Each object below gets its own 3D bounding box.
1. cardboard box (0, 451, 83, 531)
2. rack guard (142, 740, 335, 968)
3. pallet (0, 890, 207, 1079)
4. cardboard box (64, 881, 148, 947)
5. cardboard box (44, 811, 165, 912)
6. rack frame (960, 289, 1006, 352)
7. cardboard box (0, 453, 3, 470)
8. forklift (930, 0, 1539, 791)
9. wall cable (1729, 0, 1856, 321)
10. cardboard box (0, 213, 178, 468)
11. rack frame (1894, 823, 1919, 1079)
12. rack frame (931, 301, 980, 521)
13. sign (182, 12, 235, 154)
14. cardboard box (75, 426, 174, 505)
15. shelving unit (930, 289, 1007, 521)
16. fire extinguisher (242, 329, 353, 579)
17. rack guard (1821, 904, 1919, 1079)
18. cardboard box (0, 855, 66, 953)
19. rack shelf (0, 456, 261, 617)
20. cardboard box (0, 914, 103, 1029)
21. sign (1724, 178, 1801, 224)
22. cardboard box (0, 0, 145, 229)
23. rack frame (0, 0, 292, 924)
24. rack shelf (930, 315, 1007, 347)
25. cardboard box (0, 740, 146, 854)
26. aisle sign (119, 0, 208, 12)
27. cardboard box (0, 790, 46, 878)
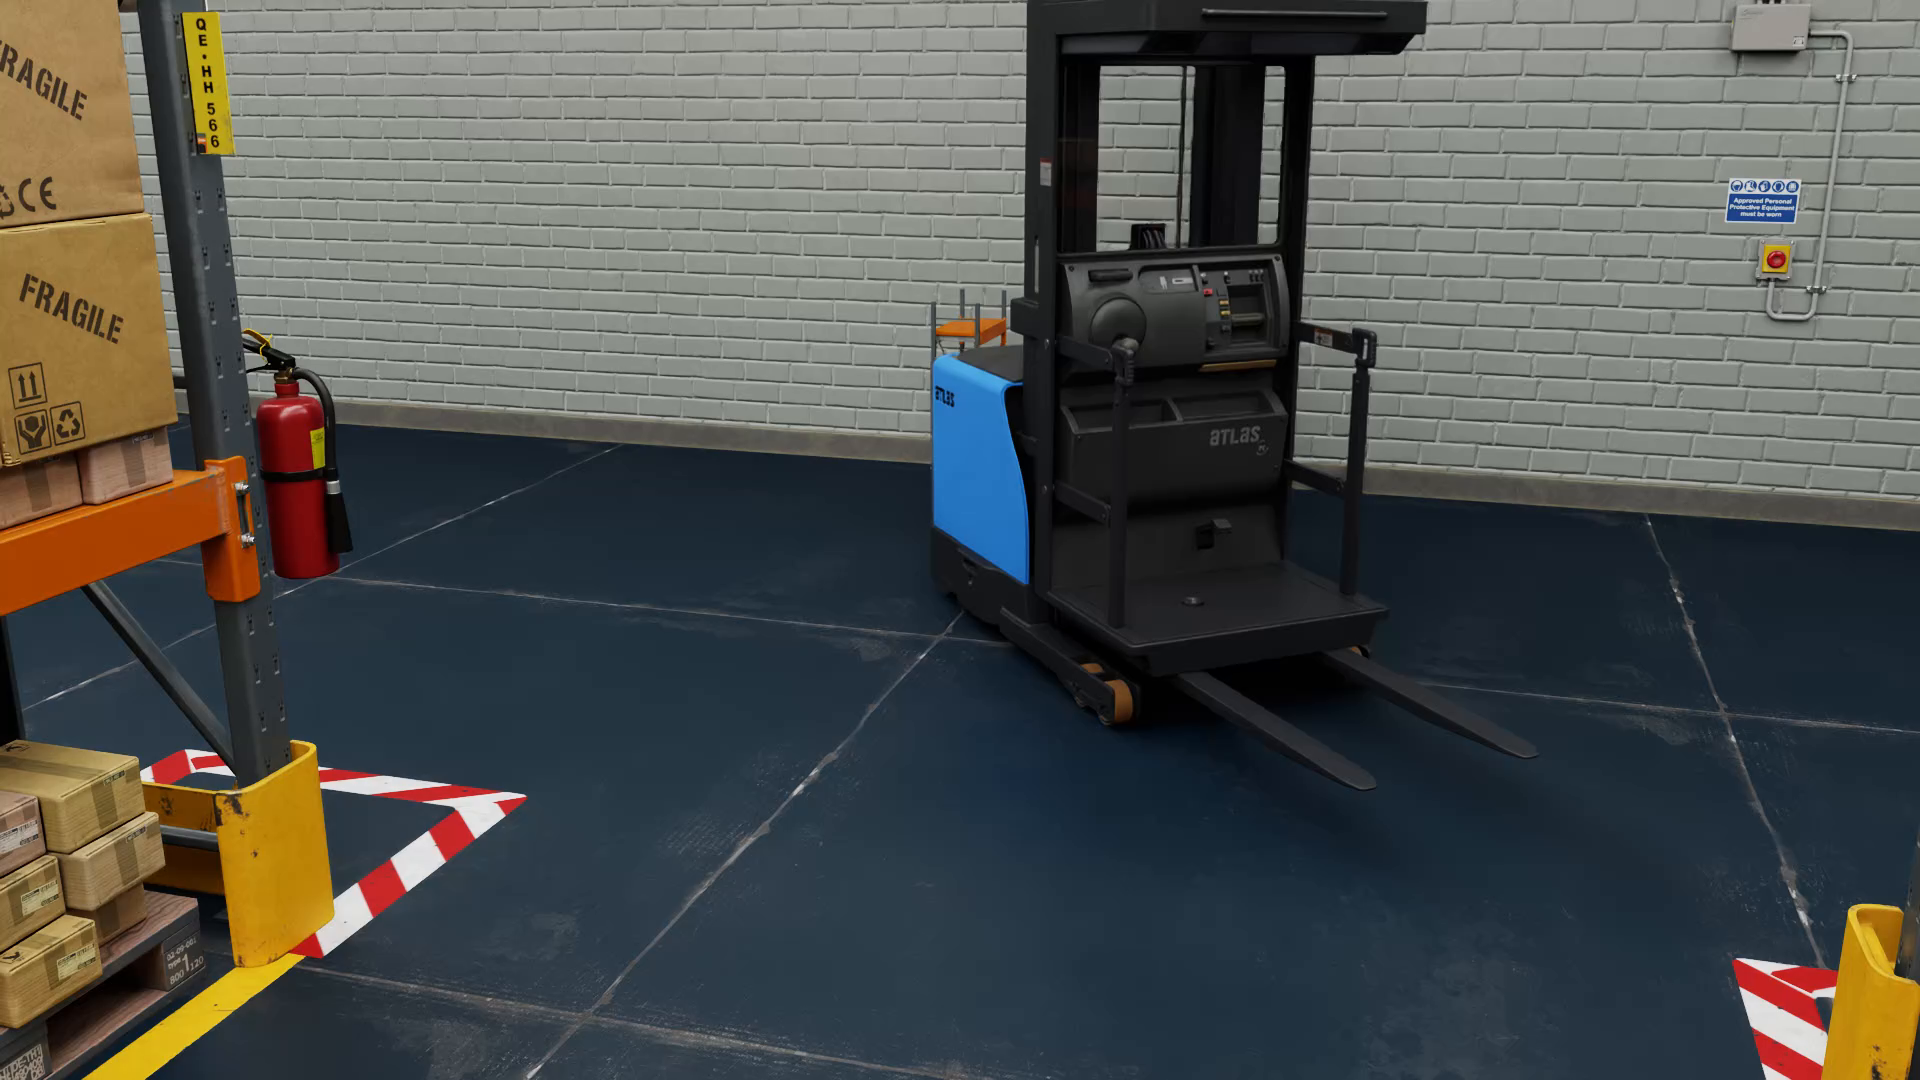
[{"bbox_3d":[-2.243,-0.135,3.767,0.380,0.149,0.250,5,16,16],"label":"cardboard box"},{"bbox_3d":[-2.336,0.798,4.601,1.175,0.500,0.348,5,16,16],"label":"rack guard"},{"bbox_3d":[-2.601,1.146,3.901,1.003,0.211,1.213,5,16,16],"label":"pallet"},{"bbox_3d":[-2.264,0.899,4.119,0.380,0.149,0.250,5,17,17],"label":"cardboard box"},{"bbox_3d":[-2.191,0.762,4.056,0.380,0.149,0.250,4,16,14],"label":"cardboard box"},{"bbox_3d":[0.116,-0.684,8.543,0.240,1.200,0.015,5,16,16],"label":"rack frame"},{"bbox_3d":[-2.347,-0.344,3.317,0.500,0.500,0.500,4,16,15],"label":"cardboard box"},{"bbox_3d":[0.905,-0.874,6.038,1.130,2.935,3.031,-7,17,-22],"label":"forklift"},{"bbox_3d":[4.040,-2.048,8.134,0.585,1.953,0.123,5,16,16],"label":"wall cable"},{"bbox_3d":[-2.195,-0.478,3.791,0.500,0.500,0.500,5,17,17],"label":"cardboard box"},{"bbox_3d":[2.463,-0.067,3.069,0.949,2.616,0.053,5,16,16],"label":"rack frame"},{"bbox_3d":[-0.022,-0.557,8.093,0.240,1.200,0.015,5,16,16],"label":"rack frame"},{"bbox_3d":[-1.788,-1.086,3.959,0.100,0.325,0.005,5,16,16],"label":"sign"},{"bbox_3d":[-2.136,-0.197,3.986,0.380,0.149,0.250,5,16,16],"label":"cardboard box"},{"bbox_3d":[0.047,-0.621,8.318,0.258,1.200,0.503,5,16,16],"label":"shelving unit"},{"bbox_3d":[-1.800,-0.238,4.498,0.296,0.674,0.183,5,16,16],"label":"fire extinguisher"},{"bbox_3d":[2.467,1.129,3.433,1.175,0.500,0.348,5,16,16],"label":"rack guard"},{"bbox_3d":[-2.317,0.826,3.830,0.380,0.149,0.250,4,16,15],"label":"cardboard box"},{"bbox_3d":[-2.883,0.445,2.583,1.077,0.370,4.000,5,16,16],"label":"rack shelf"},{"bbox_3d":[-2.240,0.974,3.854,0.380,0.149,0.250,5,17,18],"label":"cardboard box"},{"bbox_3d":[4.011,-1.694,8.310,0.327,0.218,0.001,5,16,16],"label":"sign"},{"bbox_3d":[-2.206,-0.958,3.649,0.500,0.500,0.500,4,16,15],"label":"cardboard box"},{"bbox_3d":[-2.315,-0.425,4.330,1.000,3.000,0.127,5,16,16],"label":"rack frame"},{"bbox_3d":[0.047,-0.999,8.211,0.258,0.148,0.480,5,16,16],"label":"rack shelf"},{"bbox_3d":[-2.222,0.617,4.023,0.380,0.149,0.250,5,17,17],"label":"cardboard box"},{"bbox_3d":[-2.006,-1.671,3.961,0.394,0.787,0.004,5,16,16],"label":"aisle sign"},{"bbox_3d":[-2.348,0.678,3.807,0.380,0.149,0.250,5,17,17],"label":"cardboard box"}]
